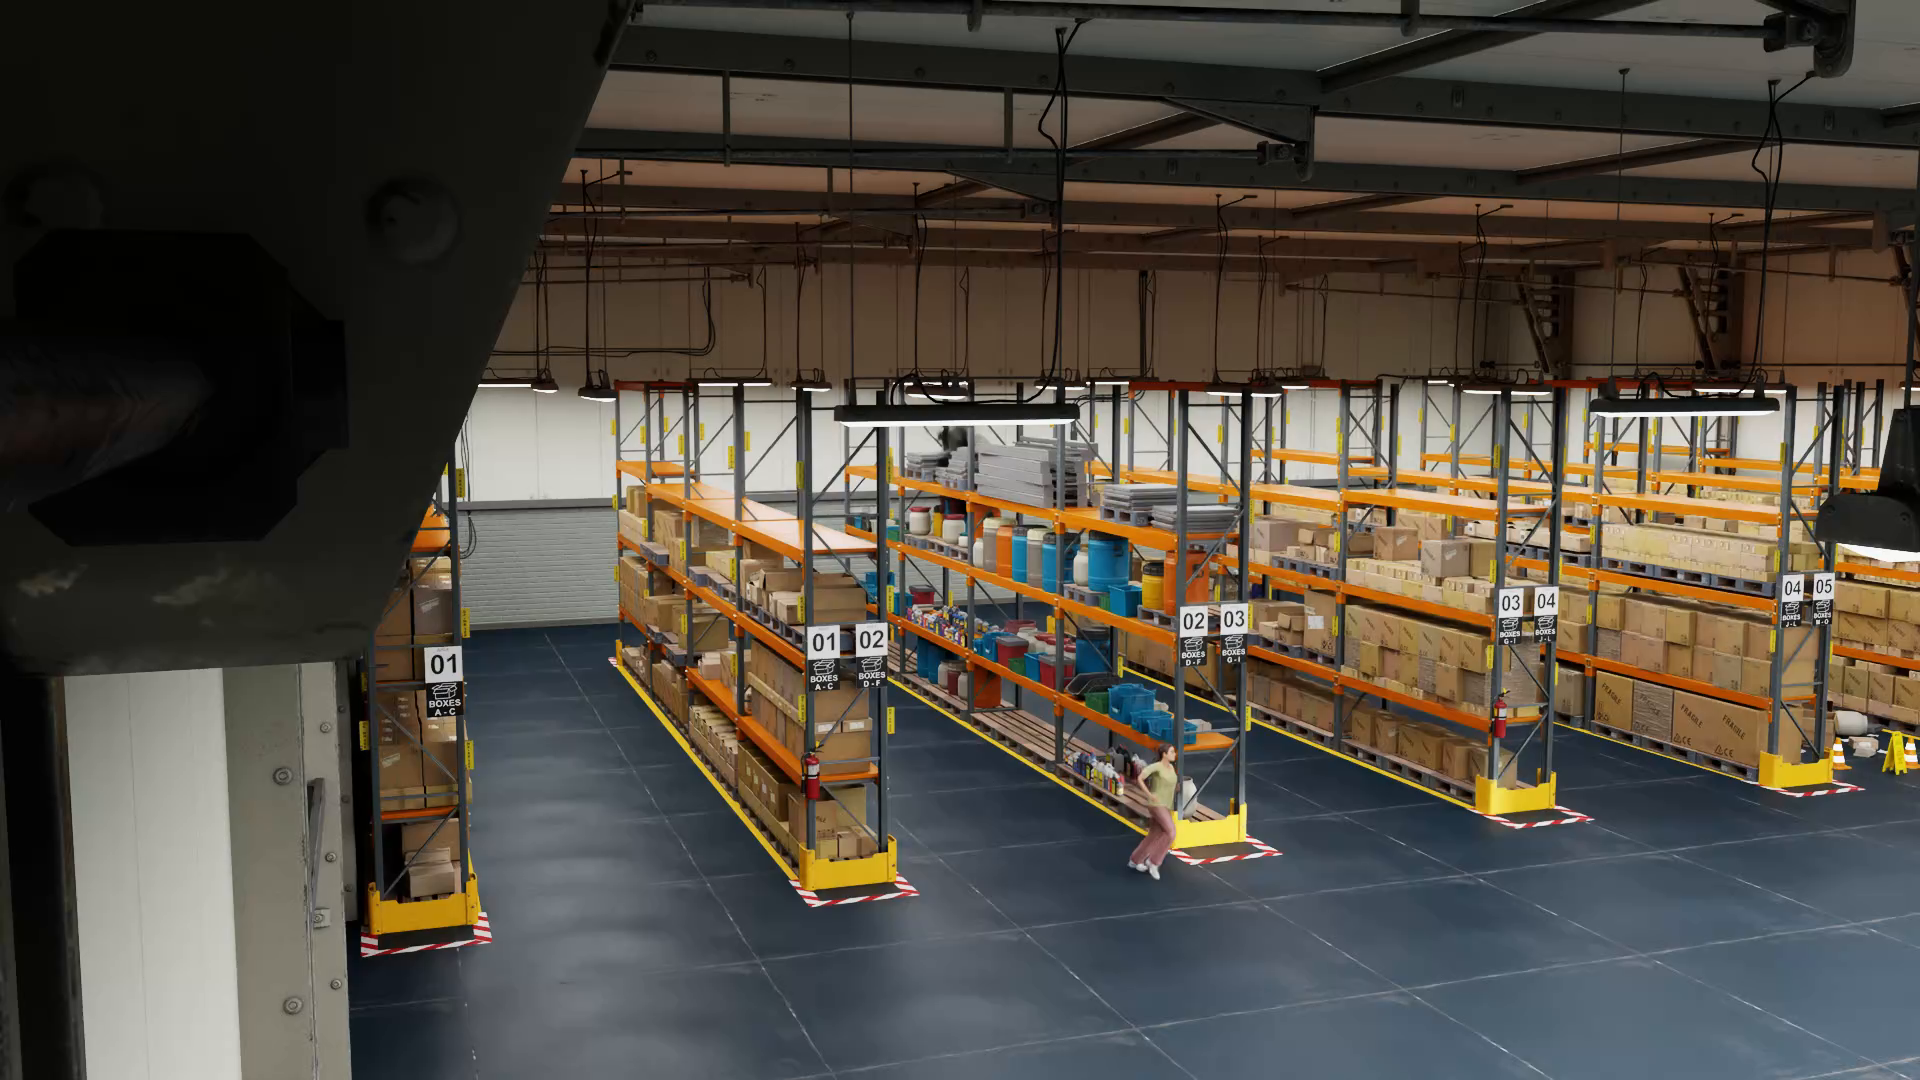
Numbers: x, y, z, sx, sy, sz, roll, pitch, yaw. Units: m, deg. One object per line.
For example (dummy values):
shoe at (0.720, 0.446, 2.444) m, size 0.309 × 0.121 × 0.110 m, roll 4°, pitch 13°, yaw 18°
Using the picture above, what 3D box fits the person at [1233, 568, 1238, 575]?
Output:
person at (6.998, 1.077, 41.309) m, size 0.694 × 1.561 × 0.512 m, roll -1°, pitch 6°, yaw -12°

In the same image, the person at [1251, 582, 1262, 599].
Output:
person at (7.506, 1.056, 42.008) m, size 0.472 × 1.517 × 0.612 m, roll -4°, pitch 7°, yaw -34°

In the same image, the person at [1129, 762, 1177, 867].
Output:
person at (2.490, 3.410, 20.765) m, size 0.642 × 1.306 × 0.628 m, roll 4°, pitch 7°, yaw 34°
